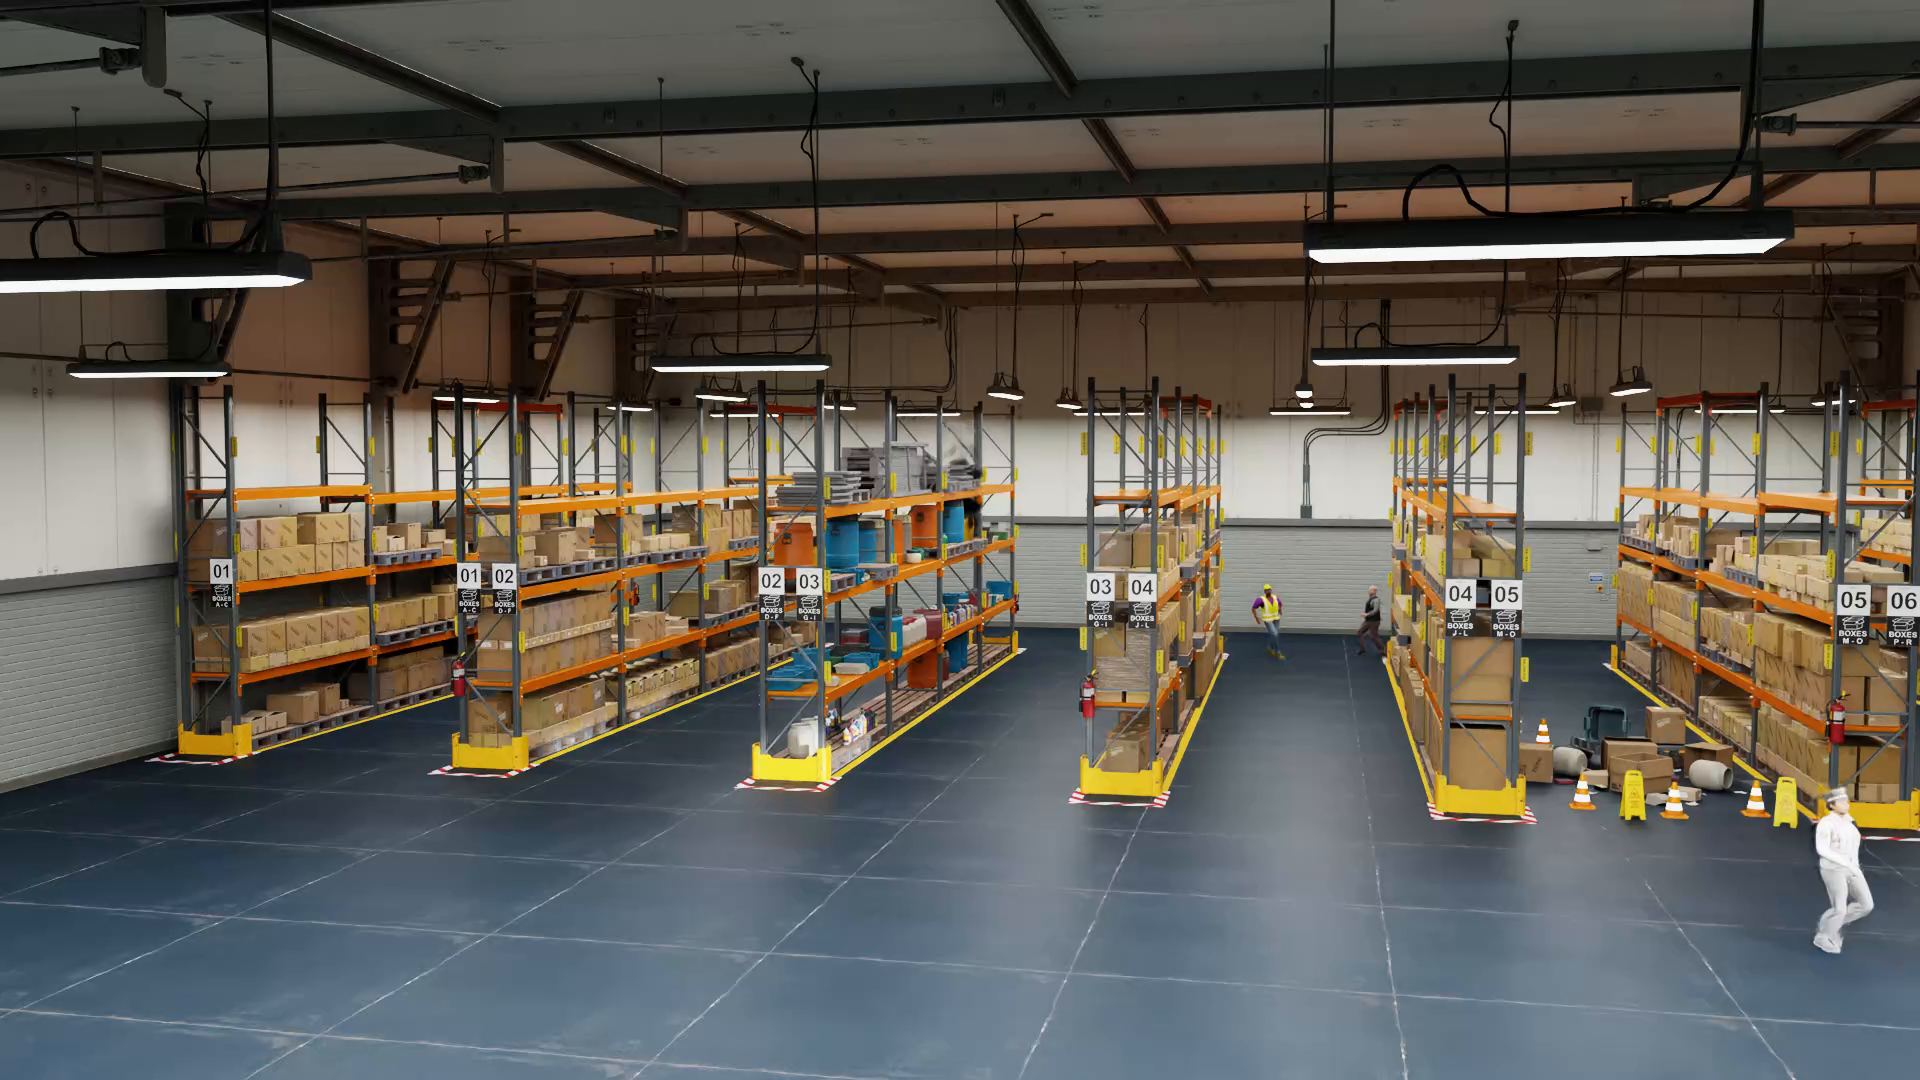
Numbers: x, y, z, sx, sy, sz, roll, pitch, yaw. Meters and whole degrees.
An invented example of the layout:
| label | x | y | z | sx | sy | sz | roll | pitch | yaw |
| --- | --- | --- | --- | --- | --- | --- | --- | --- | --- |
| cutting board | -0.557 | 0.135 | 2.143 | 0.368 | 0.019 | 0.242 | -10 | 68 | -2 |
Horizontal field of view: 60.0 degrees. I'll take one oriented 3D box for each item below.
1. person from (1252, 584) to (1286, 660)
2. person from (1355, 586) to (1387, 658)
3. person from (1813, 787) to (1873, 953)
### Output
| label | x | y | z | sx | sy | sz | roll | pitch | yaw |
| --- | --- | --- | --- | --- | --- | --- | --- | --- | --- |
| person | 7.355 | 1.924 | 39.322 | 0.754 | 1.761 | 0.835 | -1 | 3 | -21 |
| person | 9.774 | 1.994 | 39.434 | 0.731 | 1.676 | 0.667 | 0 | 3 | -2 |
| person | 8.713 | 3.254 | 16.406 | 0.629 | 1.658 | 0.534 | -2 | 4 | -28 |
